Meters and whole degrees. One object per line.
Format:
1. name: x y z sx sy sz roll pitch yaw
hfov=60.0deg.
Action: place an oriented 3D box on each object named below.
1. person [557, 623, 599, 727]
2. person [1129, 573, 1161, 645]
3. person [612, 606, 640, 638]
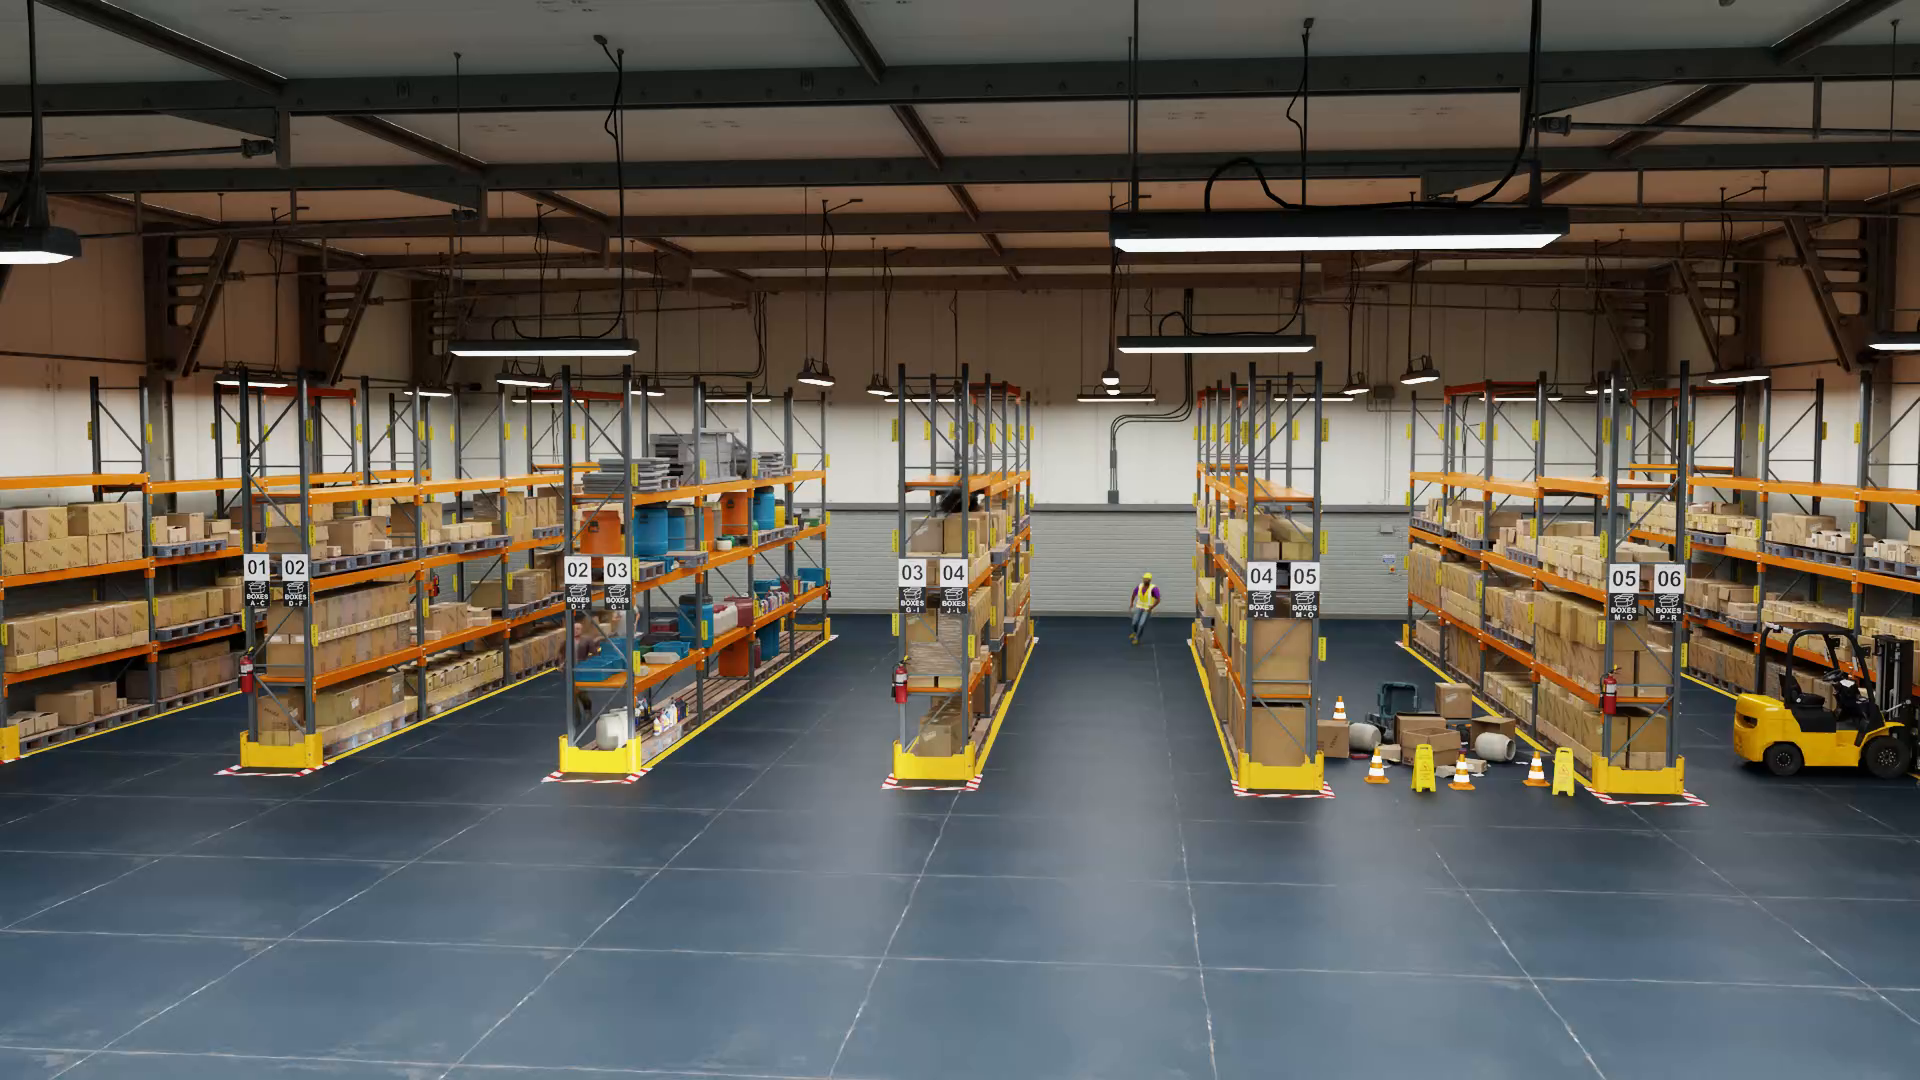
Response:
1. person: -6.575 2.298 28.576 0.739 1.757 0.732 0 4 2
2. person: 4.370 1.623 39.480 0.818 1.695 0.593 2 4 23
3. person: -6.930 1.937 34.467 0.554 1.703 0.814 0 4 -5
